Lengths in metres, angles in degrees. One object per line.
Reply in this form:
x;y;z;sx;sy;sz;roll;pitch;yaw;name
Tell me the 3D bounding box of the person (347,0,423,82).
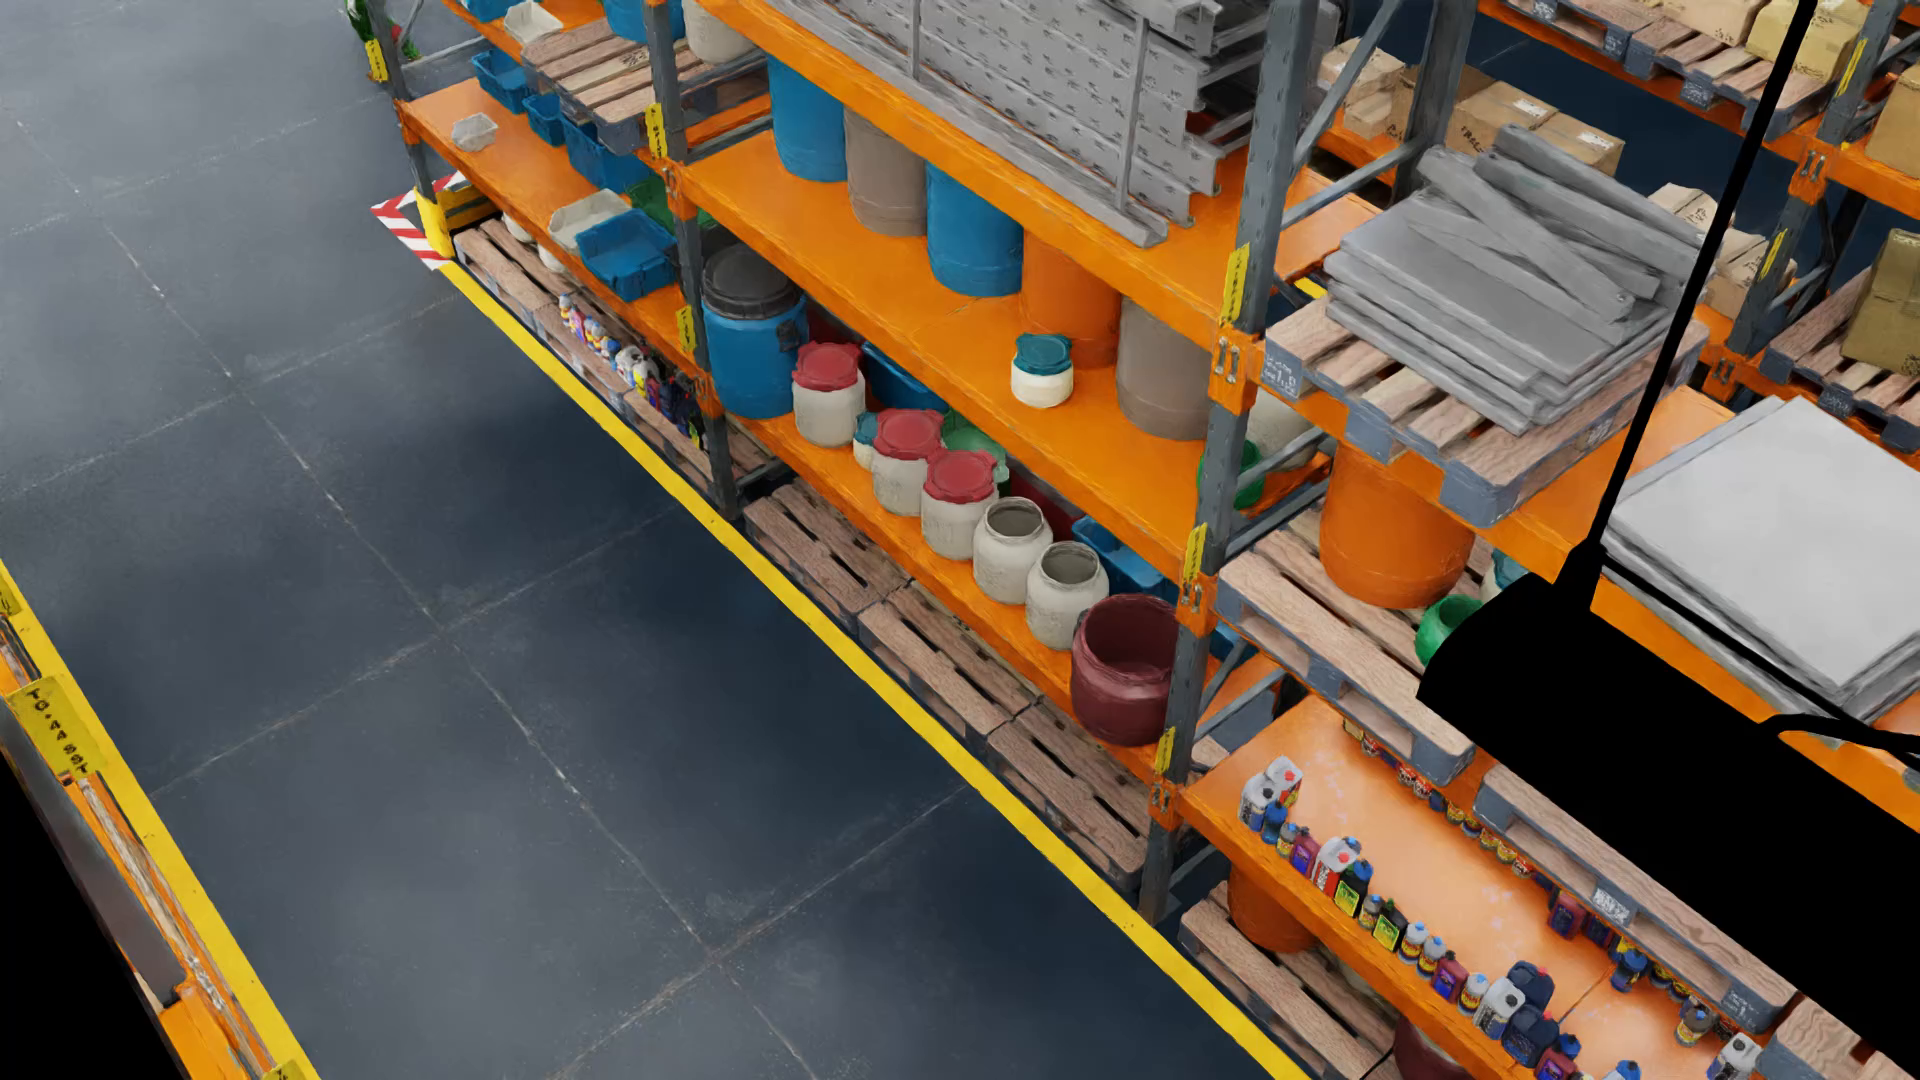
-5.085;-4.748;14.270;0.573;1.780;0.591;11;47;10;person
